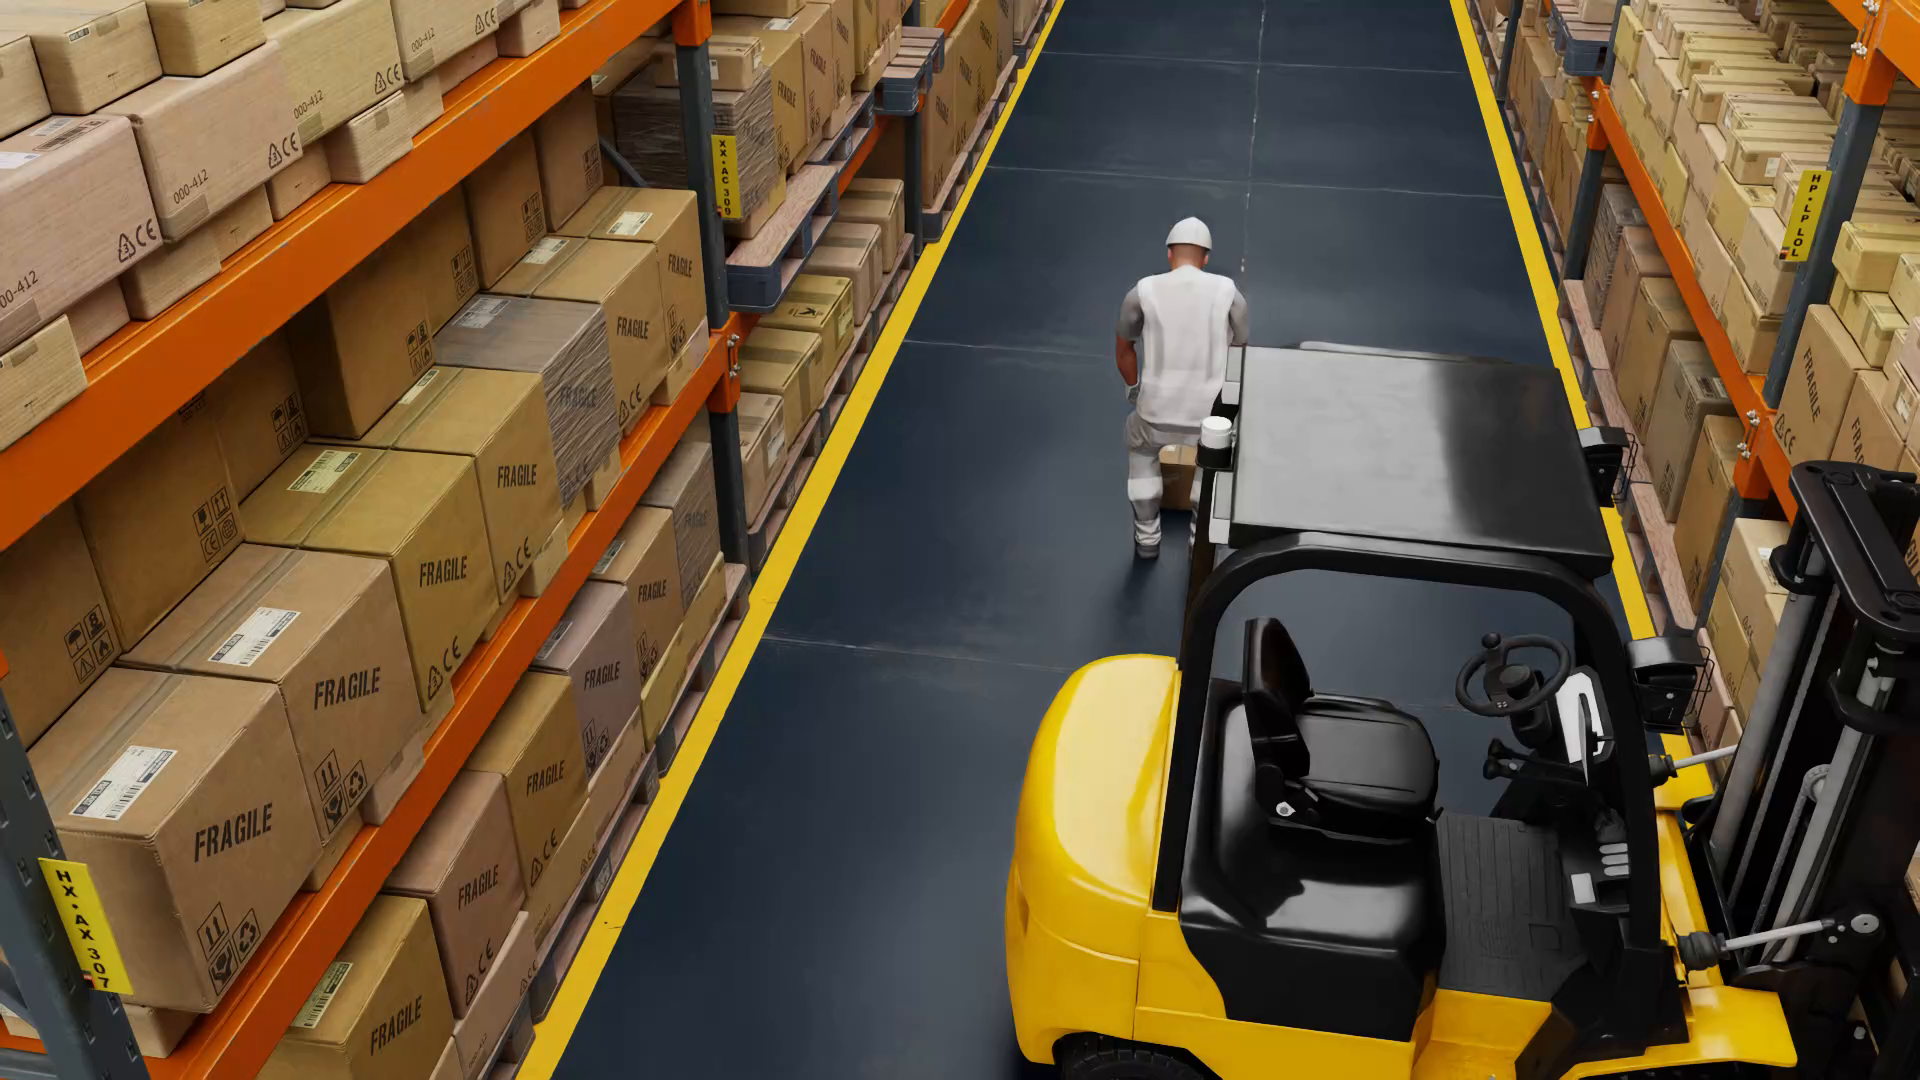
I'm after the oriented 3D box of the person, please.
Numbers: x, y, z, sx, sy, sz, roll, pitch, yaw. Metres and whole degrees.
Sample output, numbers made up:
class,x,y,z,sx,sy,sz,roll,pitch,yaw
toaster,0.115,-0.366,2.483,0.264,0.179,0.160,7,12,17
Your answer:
class,x,y,z,sx,sy,sz,roll,pitch,yaw
person,0.964,-0.639,7.404,0.581,1.500,0.711,5,33,9
